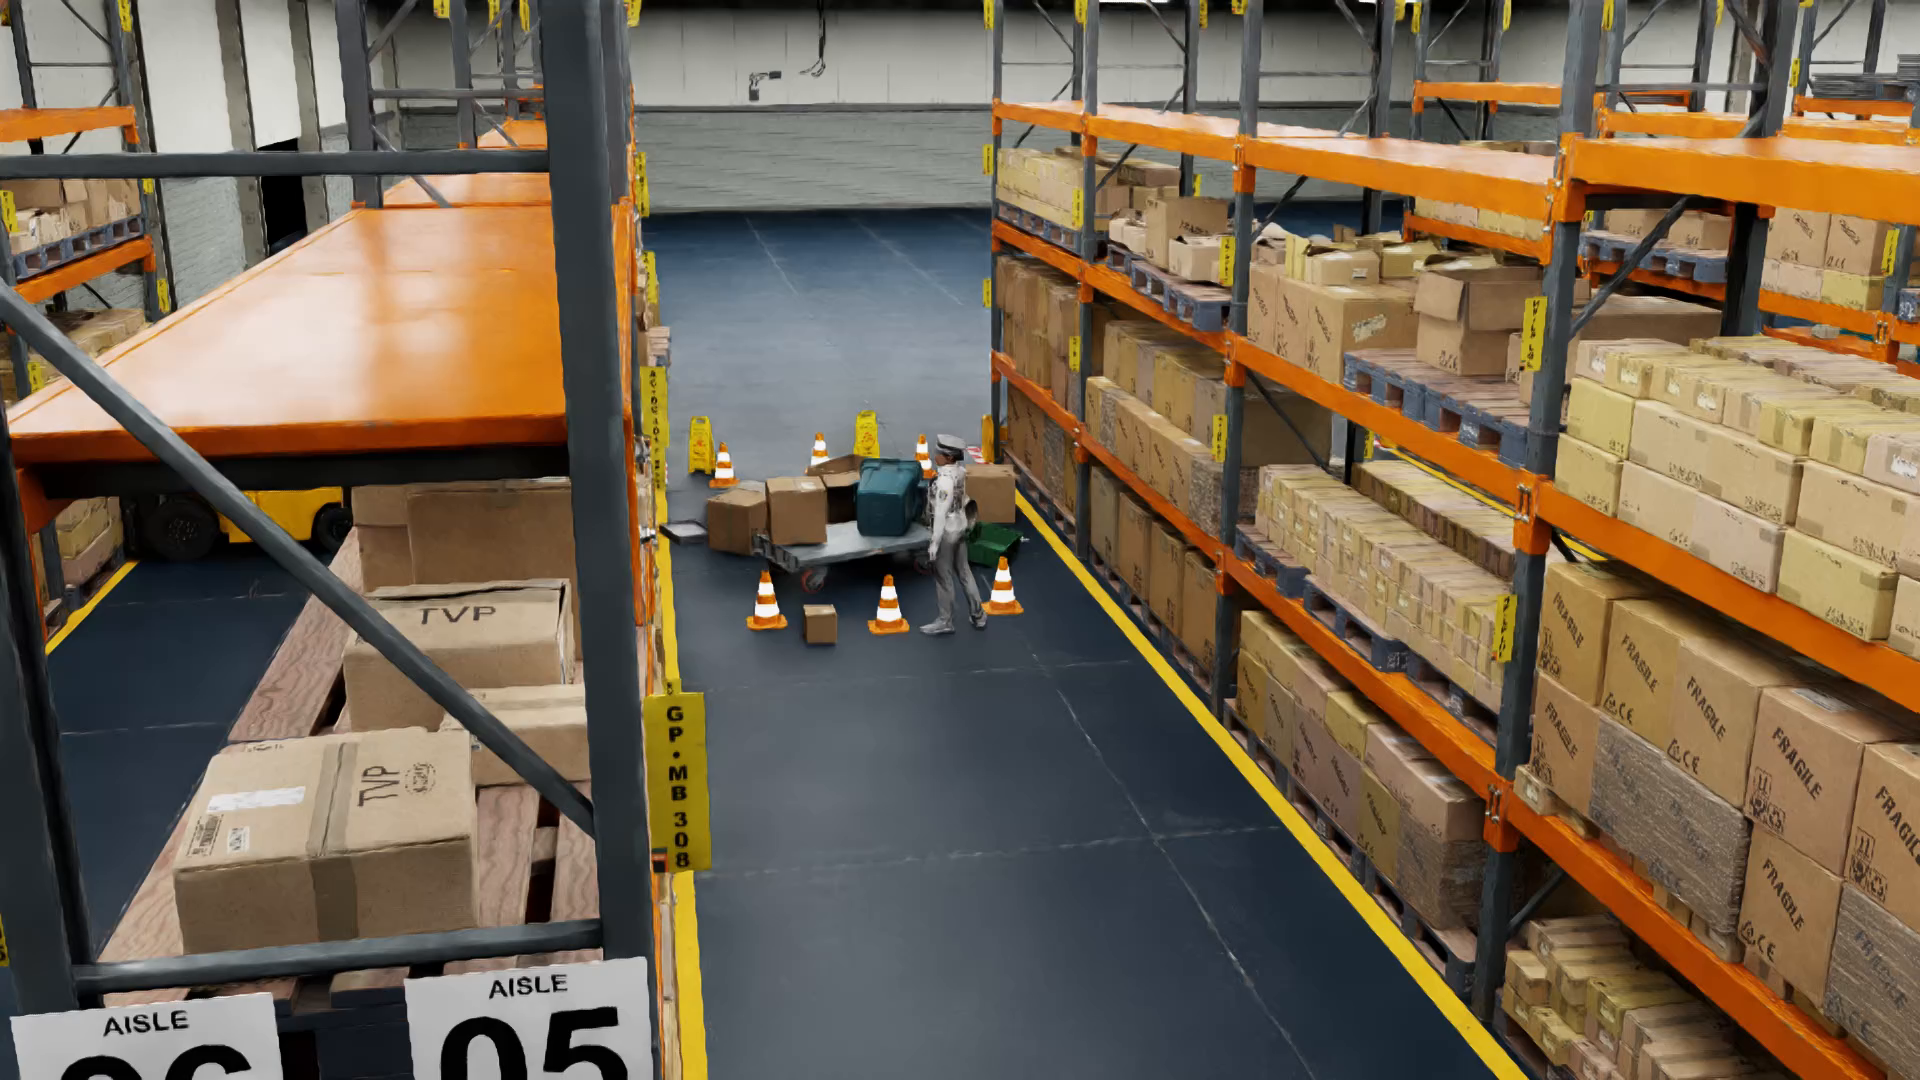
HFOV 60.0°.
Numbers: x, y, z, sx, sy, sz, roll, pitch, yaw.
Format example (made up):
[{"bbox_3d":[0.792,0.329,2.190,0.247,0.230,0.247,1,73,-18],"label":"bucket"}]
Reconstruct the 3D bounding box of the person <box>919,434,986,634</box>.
[{"bbox_3d":[-0.057,-0.045,13.668,0.505,1.678,0.635,6,18,20],"label":"person"}]
